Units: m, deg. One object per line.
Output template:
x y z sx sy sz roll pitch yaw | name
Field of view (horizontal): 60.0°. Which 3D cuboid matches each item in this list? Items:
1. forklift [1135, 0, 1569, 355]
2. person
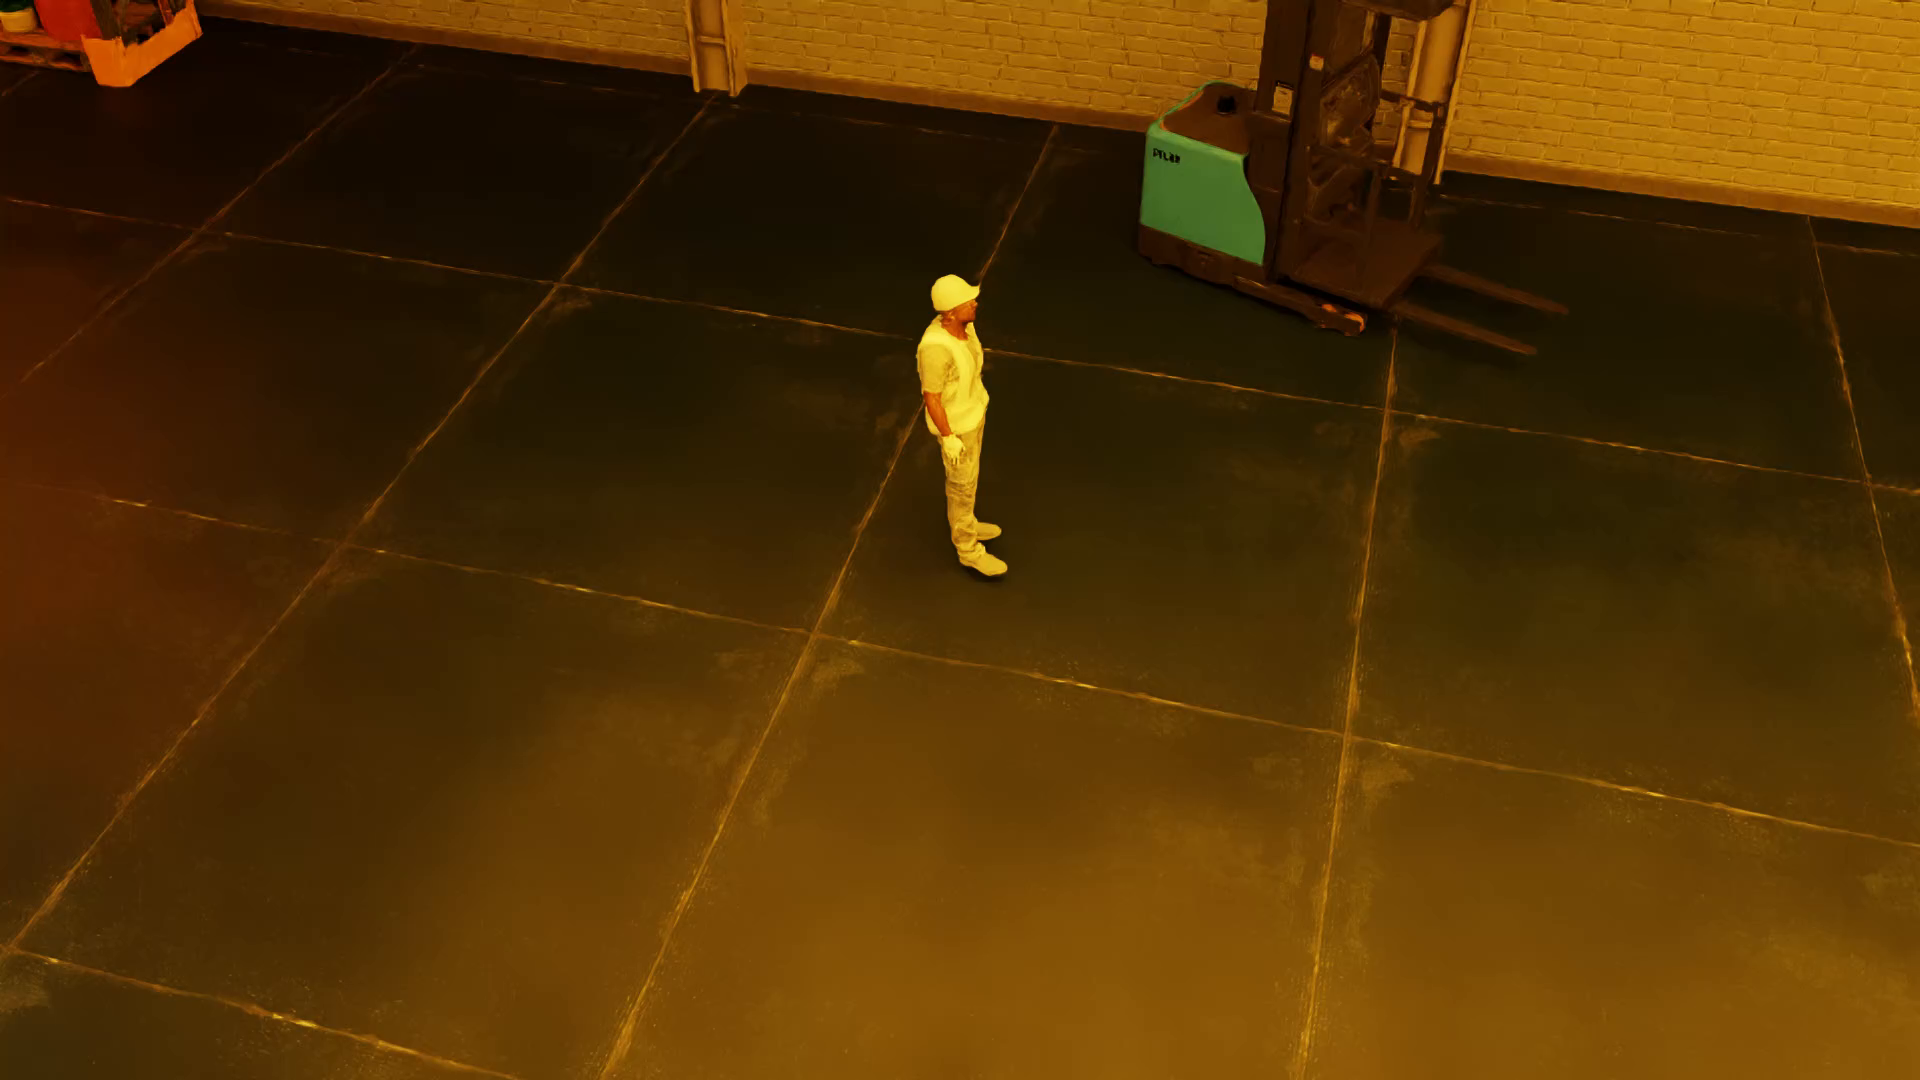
2.813 -2.931 11.206 3.031 2.935 1.130 25 47 26 | forklift
0.068 -0.688 9.447 0.576 1.782 0.655 10 42 11 | person
